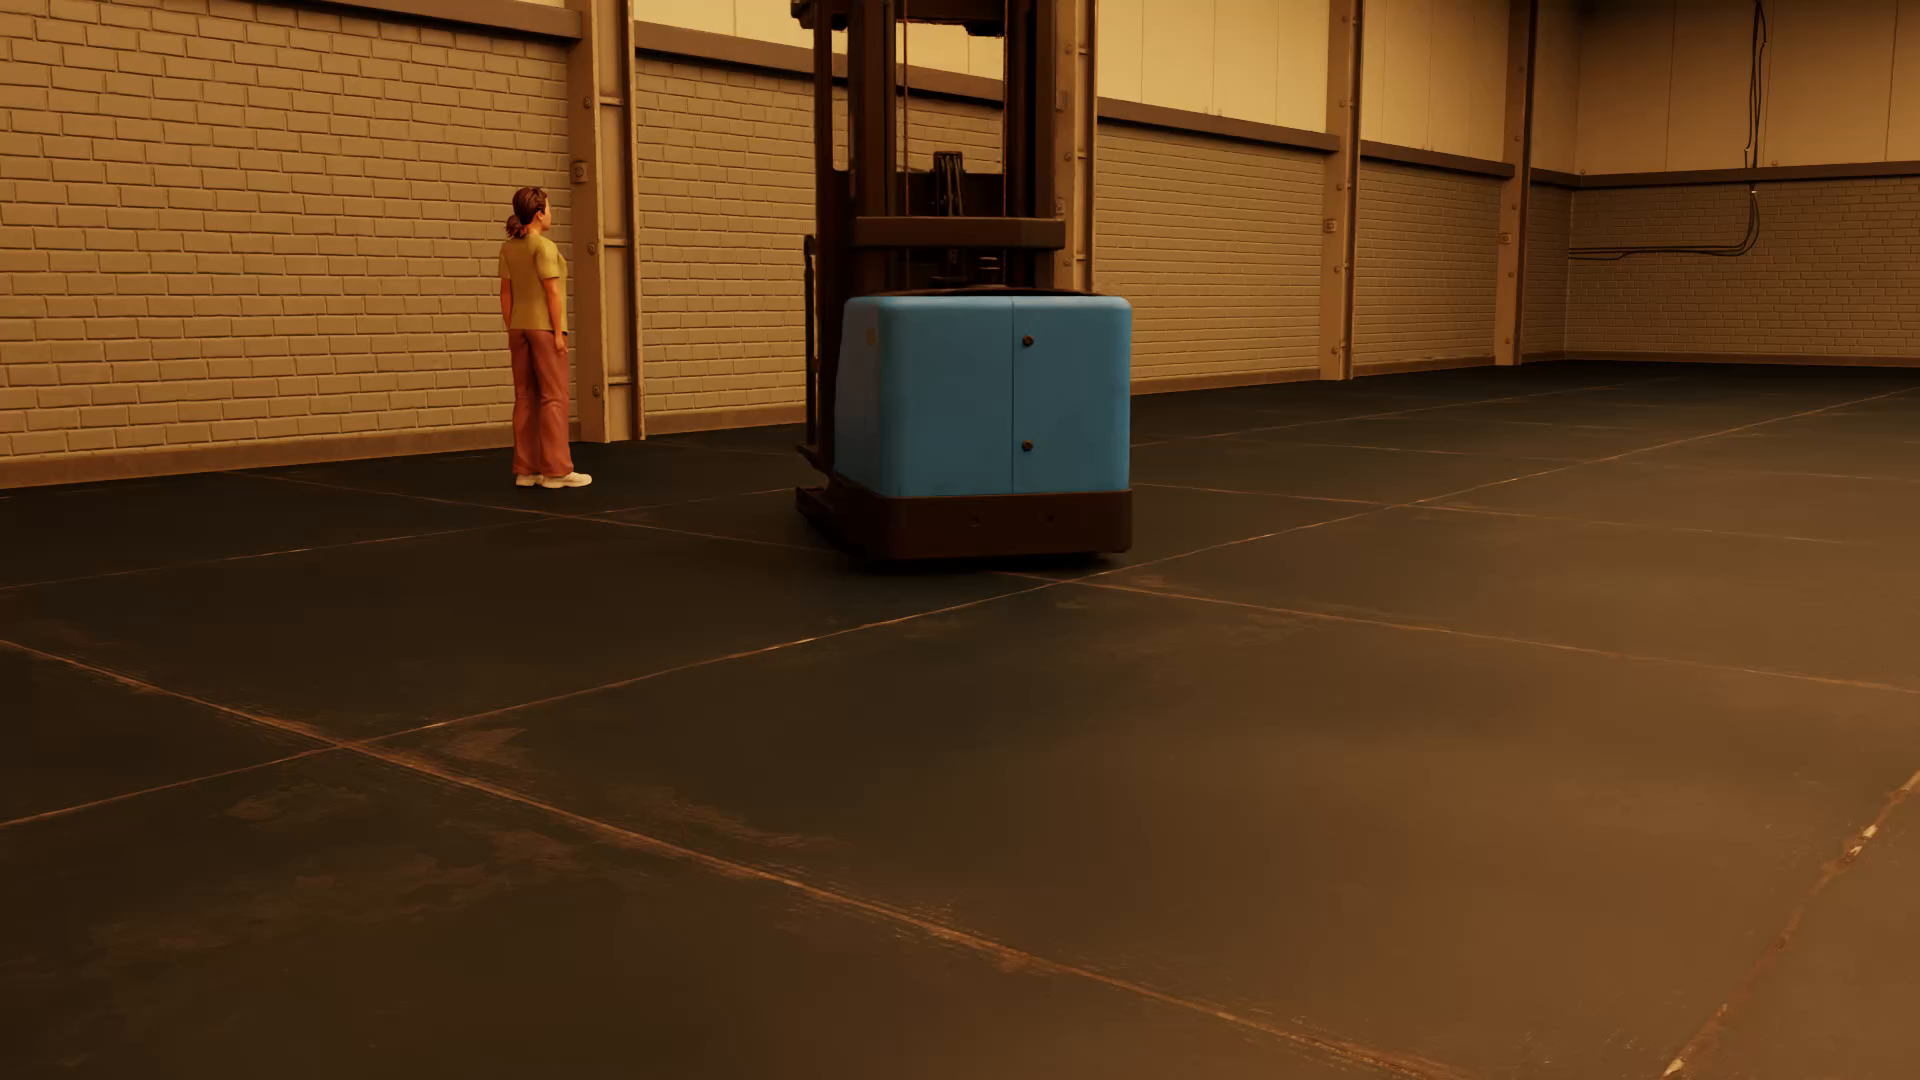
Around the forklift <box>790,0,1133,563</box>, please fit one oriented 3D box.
[{"bbox_3d":[-0.174,-1.531,7.746,1.130,2.935,3.031,-2,9,-14],"label":"forklift"}]

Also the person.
[{"bbox_3d":[-2.377,-1.137,9.397,0.429,1.673,0.370,5,10,32],"label":"person"}]
